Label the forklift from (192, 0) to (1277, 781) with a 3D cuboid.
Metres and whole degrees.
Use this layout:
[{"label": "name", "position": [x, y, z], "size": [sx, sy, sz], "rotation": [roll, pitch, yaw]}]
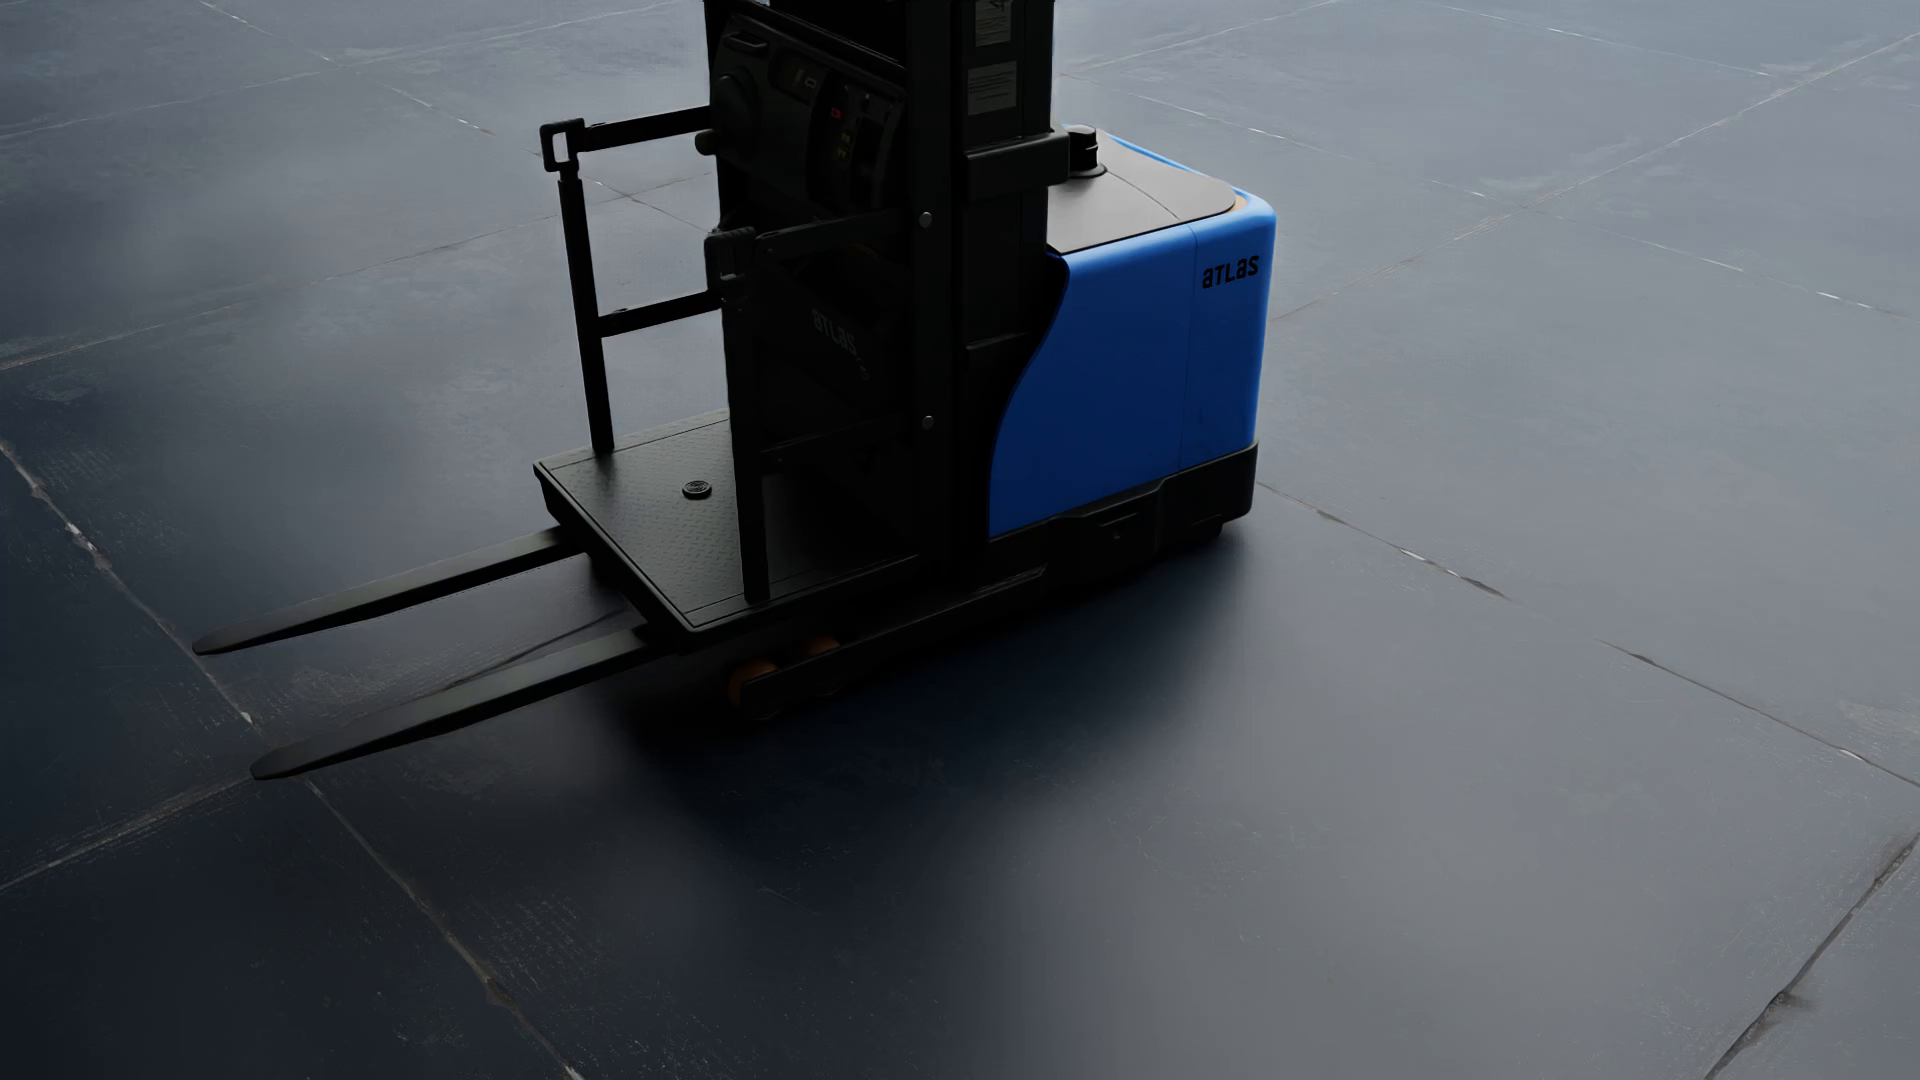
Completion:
[{"label": "forklift", "position": [-0.579, -1.081, 4.208], "size": [3.031, 2.935, 1.130], "rotation": [-19, 36, -28]}]
